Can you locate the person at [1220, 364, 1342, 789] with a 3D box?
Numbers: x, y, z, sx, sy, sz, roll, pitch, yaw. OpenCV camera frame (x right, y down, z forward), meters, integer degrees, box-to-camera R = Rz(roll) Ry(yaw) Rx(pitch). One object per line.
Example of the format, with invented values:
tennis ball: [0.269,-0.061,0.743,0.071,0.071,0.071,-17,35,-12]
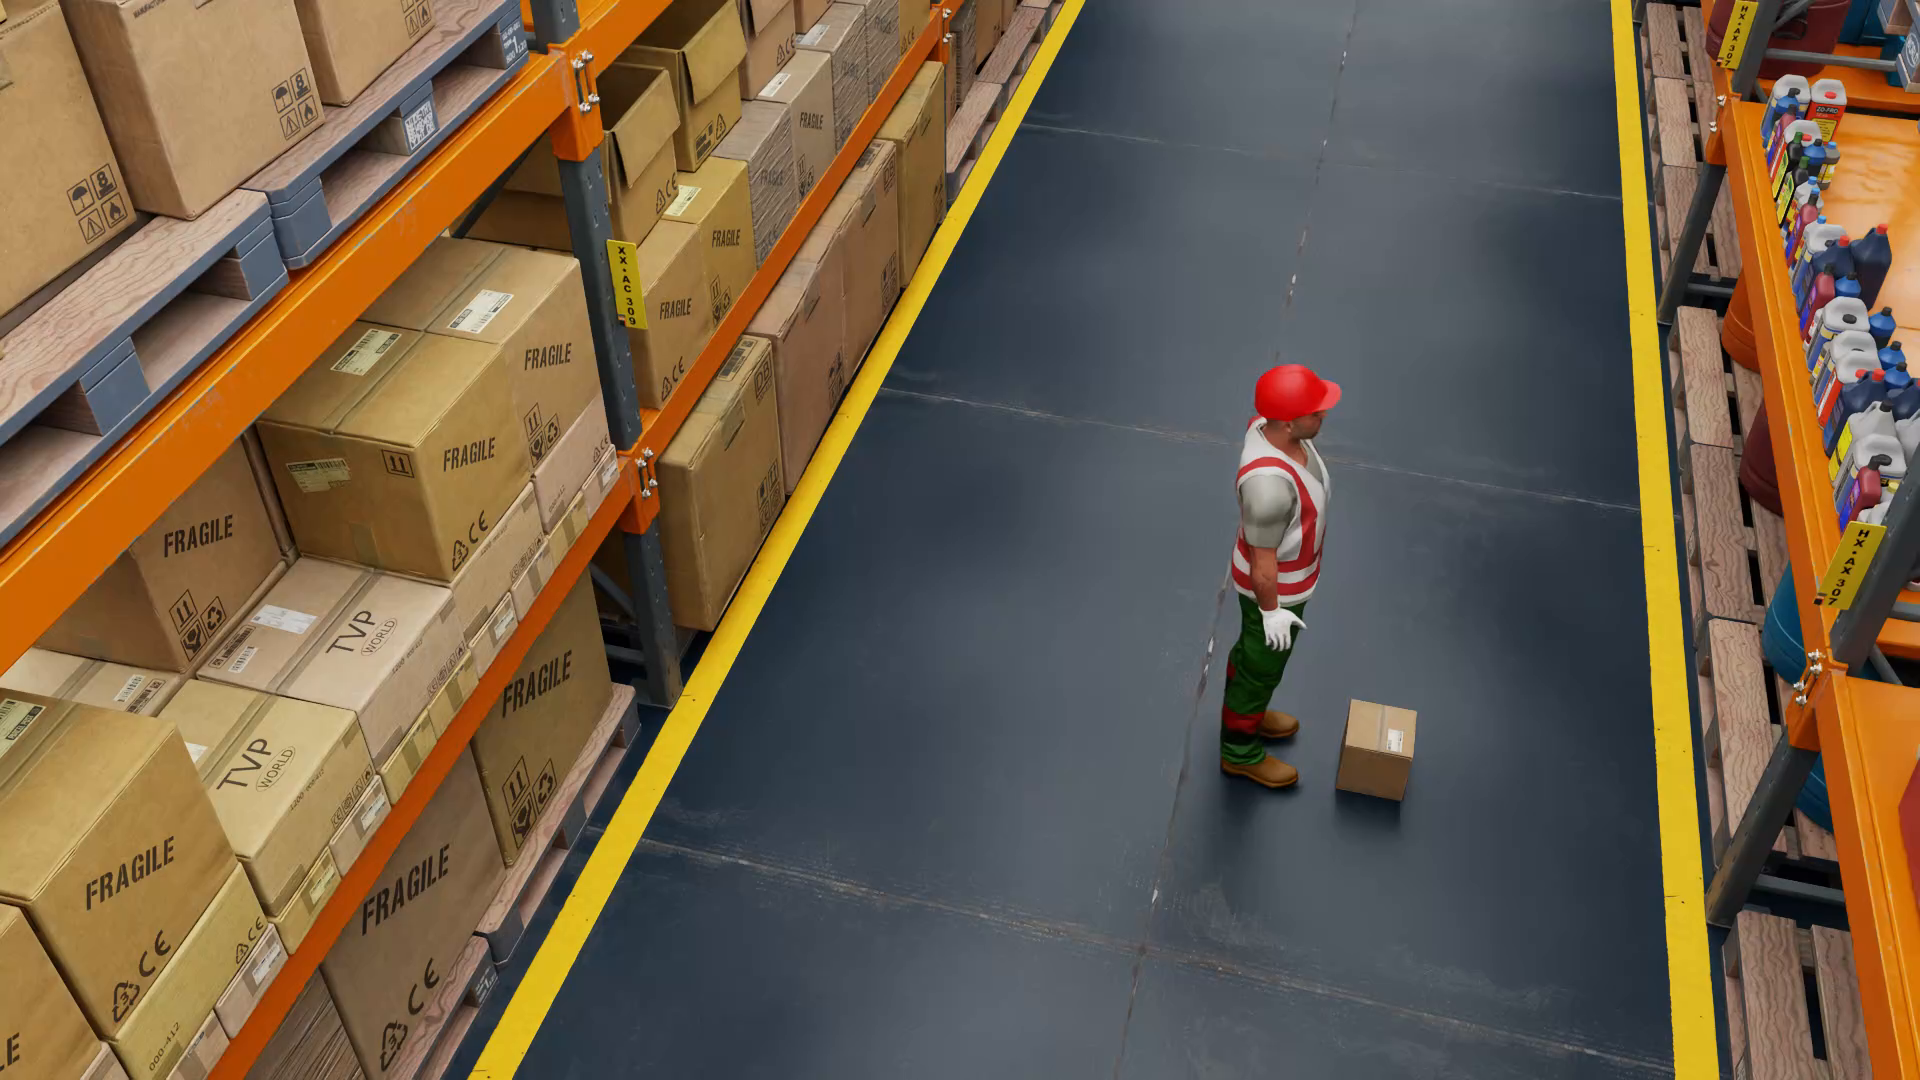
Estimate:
person: [1.148,0.127,5.960,0.397,1.796,0.539,10,42,12]
